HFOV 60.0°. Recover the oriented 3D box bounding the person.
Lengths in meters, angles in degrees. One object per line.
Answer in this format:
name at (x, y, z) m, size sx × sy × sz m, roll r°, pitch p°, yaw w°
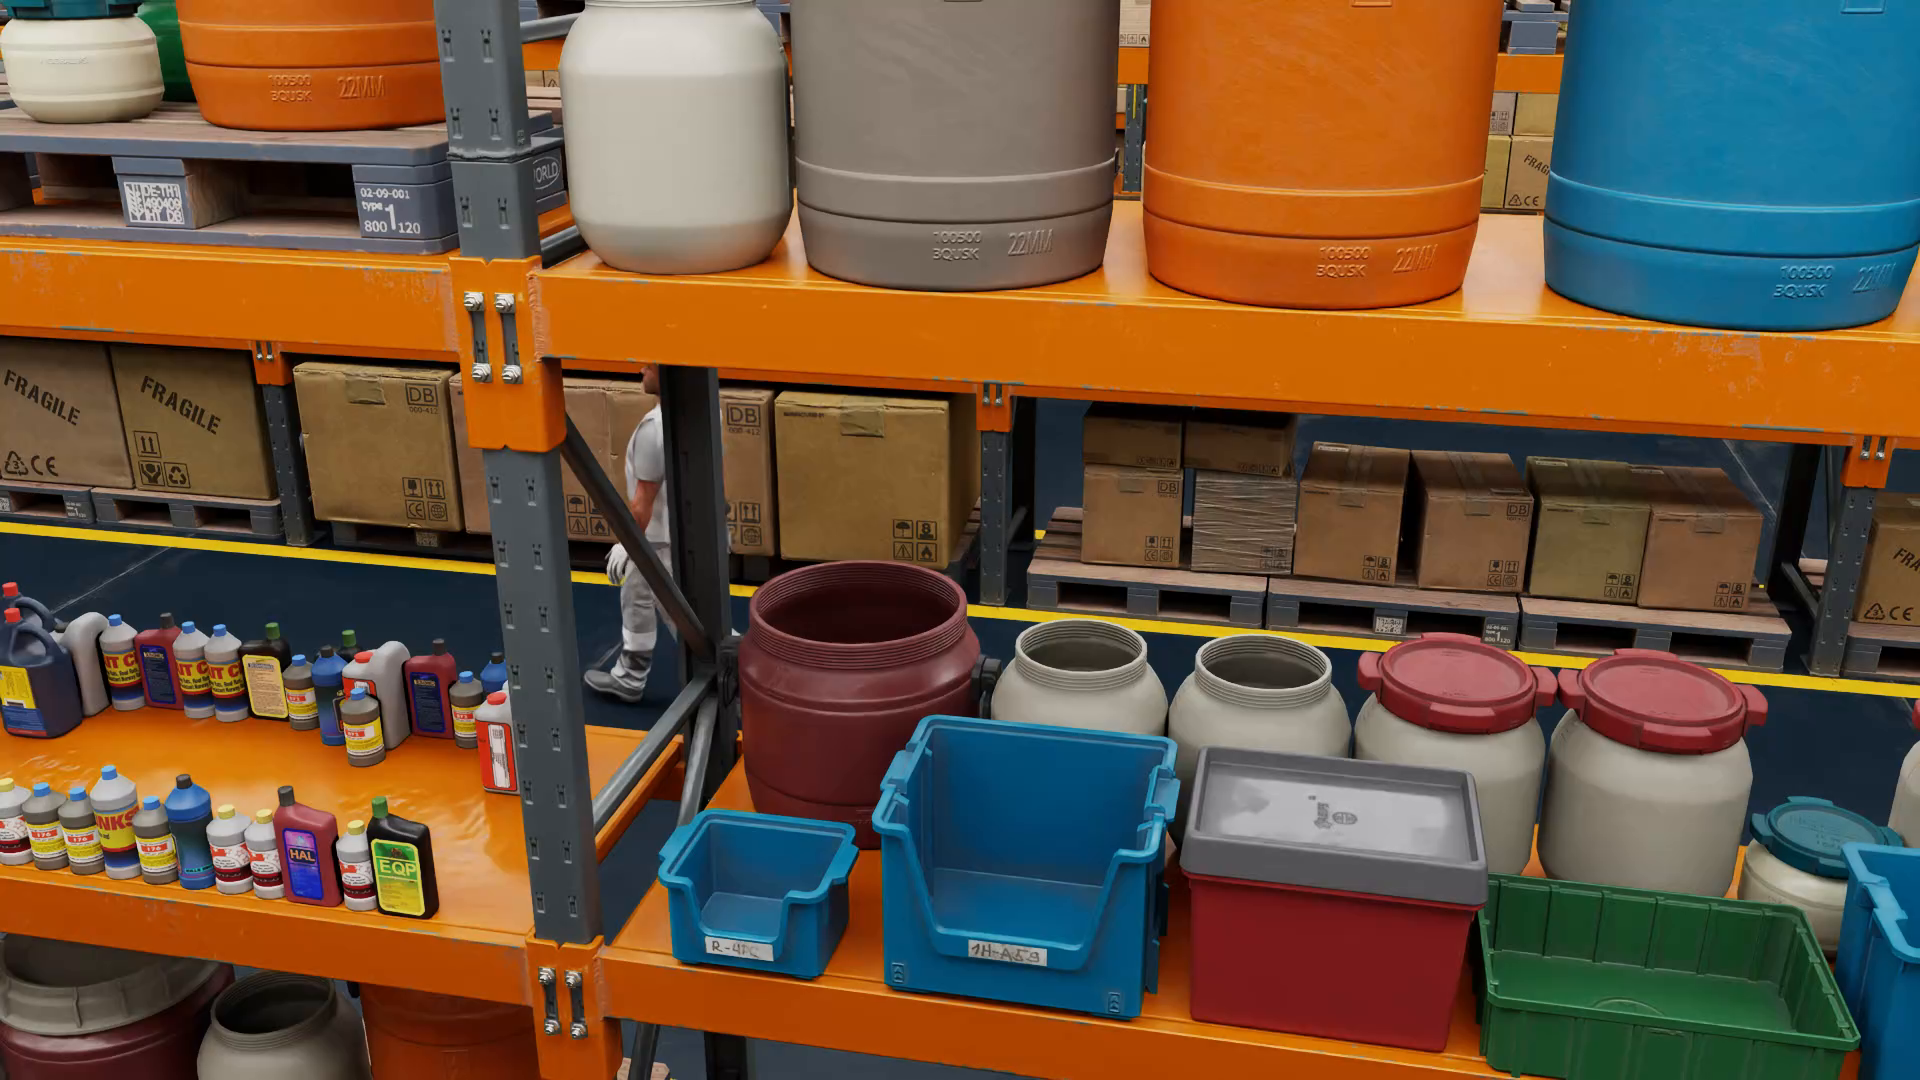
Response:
person at (-1.241, -0.033, 7.153) m, size 1.050 × 1.744 × 0.584 m, roll 5°, pitch 22°, yaw 12°
